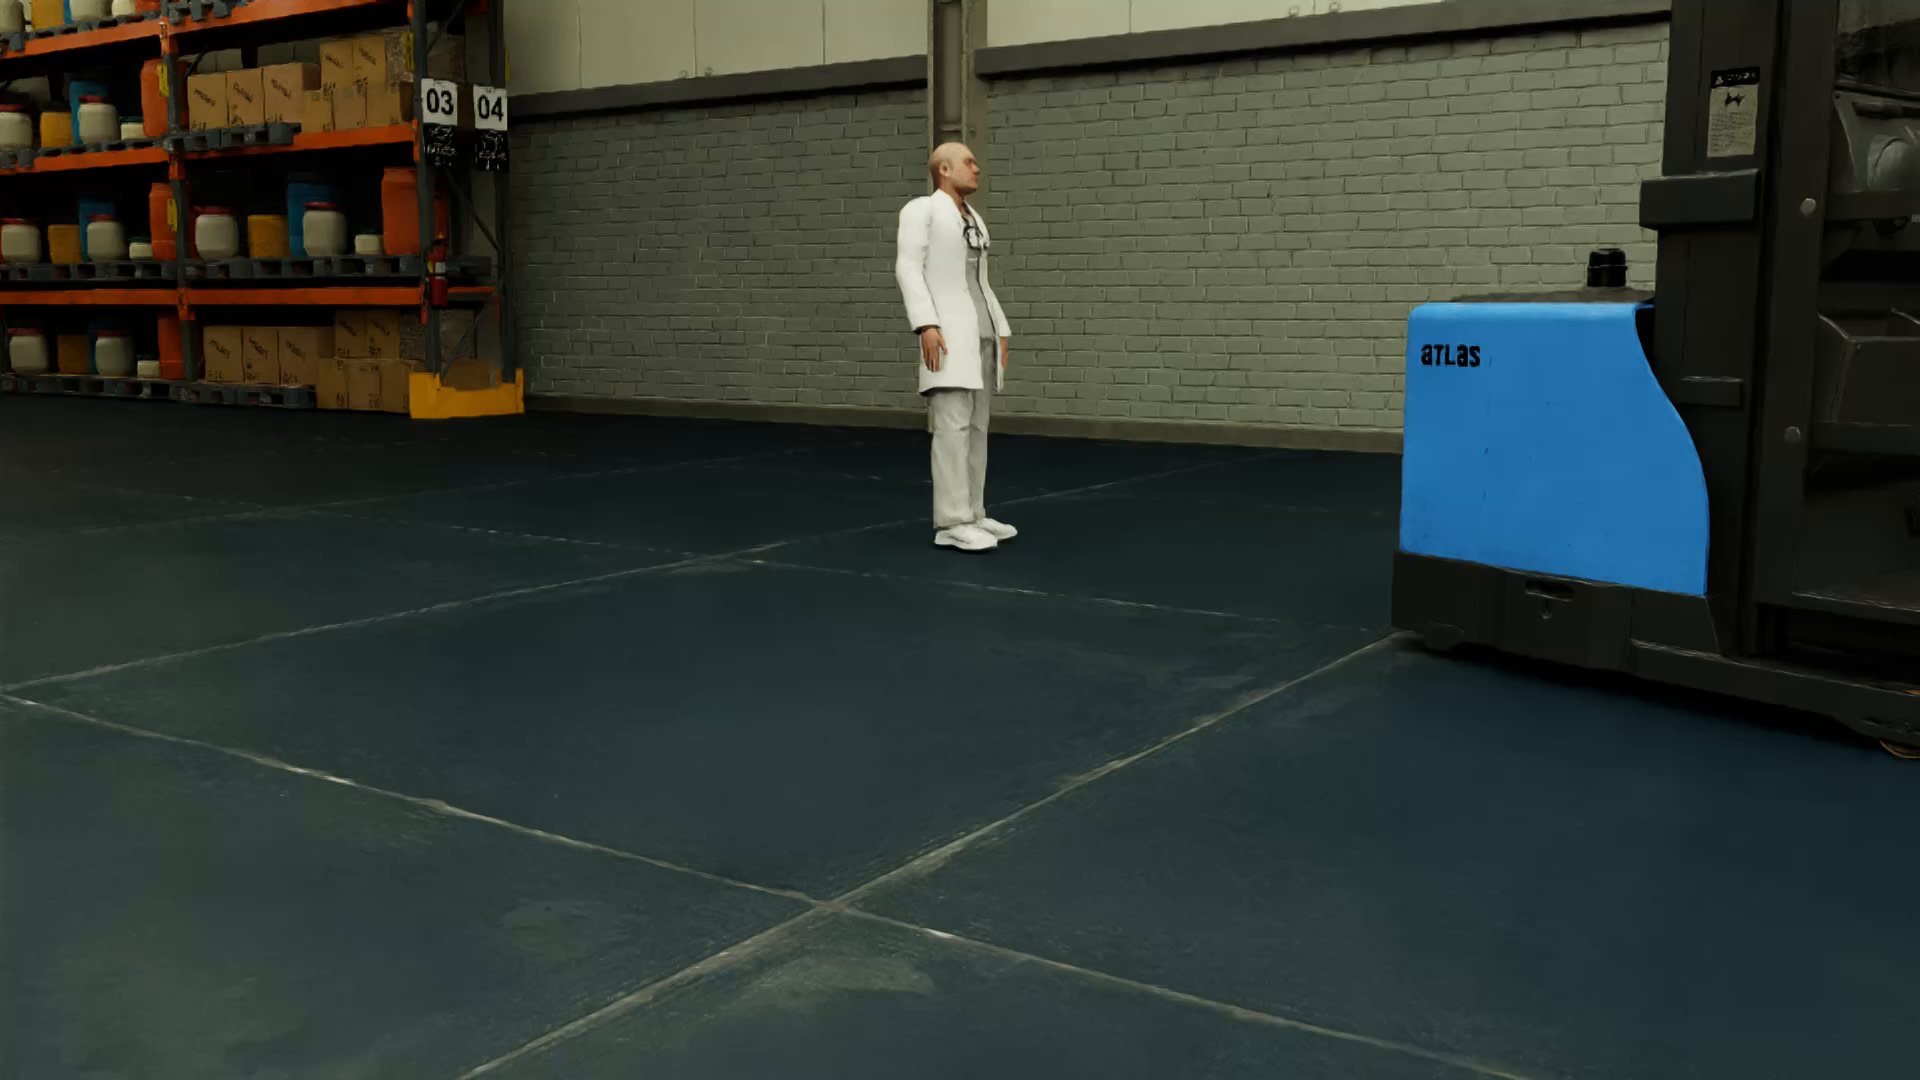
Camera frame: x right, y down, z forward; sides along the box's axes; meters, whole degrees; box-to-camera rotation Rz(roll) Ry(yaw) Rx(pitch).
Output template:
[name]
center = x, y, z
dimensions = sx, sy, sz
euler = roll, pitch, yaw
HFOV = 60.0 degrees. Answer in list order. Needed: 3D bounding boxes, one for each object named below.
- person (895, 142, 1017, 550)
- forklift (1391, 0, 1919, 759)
[person]
center = 0.073, -0.879, 7.423
dimensions = 0.579, 1.776, 0.694
euler = 5, 10, 34
[forklift]
center = 2.626, -0.986, 4.128
dimensions = 1.130, 2.935, 3.031
euler = -6, 10, -36
